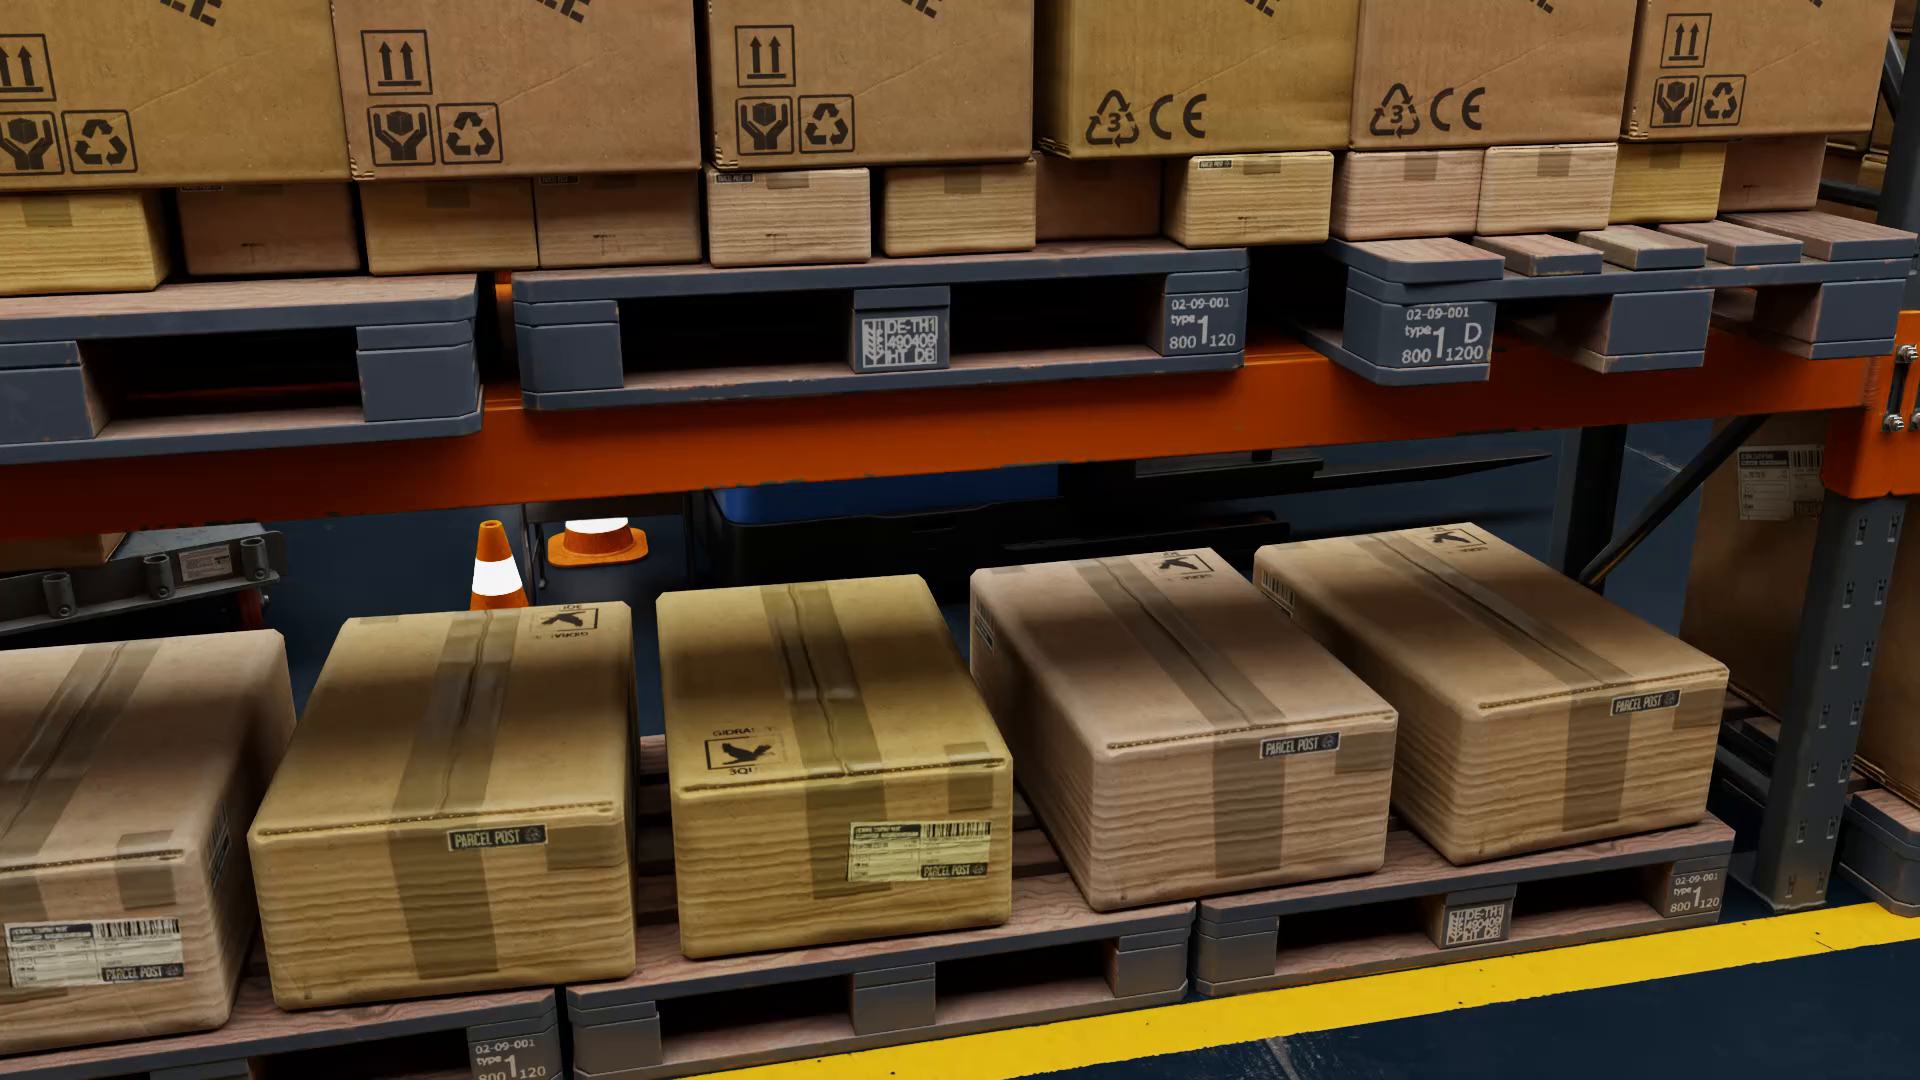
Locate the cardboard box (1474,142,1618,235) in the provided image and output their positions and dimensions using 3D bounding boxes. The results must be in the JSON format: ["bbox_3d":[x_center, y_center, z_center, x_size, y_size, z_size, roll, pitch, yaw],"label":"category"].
[{"bbox_3d":[0.965,-0.663,3.017,0.250,0.149,0.380,-5,21,-13],"label":"cardboard box"}]

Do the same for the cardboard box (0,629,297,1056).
[{"bbox_3d":[-1.674,0.543,3.183,0.625,0.372,0.950,-4,21,-12],"label":"cardboard box"}]

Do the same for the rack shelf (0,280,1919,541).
[{"bbox_3d":[-0.237,-0.272,3.243,4.000,0.370,1.077,-5,21,-12],"label":"rack shelf"}]

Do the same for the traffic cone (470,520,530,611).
[{"bbox_3d":[-1.299,0.173,4.671,0.334,0.463,0.336,-5,21,-12],"label":"traffic cone"}]

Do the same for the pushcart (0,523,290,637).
[{"bbox_3d":[-2.757,0.020,5.211,0.936,0.377,1.648,-13,24,-31],"label":"pushcart"}]

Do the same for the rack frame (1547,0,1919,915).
[{"bbox_3d":[1.709,-0.768,3.551,0.127,3.000,1.000,-5,21,-12],"label":"rack frame"}]

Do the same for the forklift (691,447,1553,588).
[{"bbox_3d":[0.599,-1.438,5.478,3.031,2.935,1.130,-6,21,-16],"label":"forklift"}]

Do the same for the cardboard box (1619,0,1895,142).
[{"bbox_3d":[1.331,-1.023,3.059,0.500,0.500,0.500,-5,21,-14],"label":"cardboard box"}]

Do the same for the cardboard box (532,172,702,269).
[{"bbox_3d":[-0.569,-0.559,2.735,0.250,0.149,0.380,-4,21,-12],"label":"cardboard box"}]

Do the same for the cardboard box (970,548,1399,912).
[{"bbox_3d":[0.441,0.371,3.651,0.625,0.372,0.950,-5,21,-14],"label":"cardboard box"}]

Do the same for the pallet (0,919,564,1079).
[{"bbox_3d":[-1.426,0.795,3.336,1.213,0.211,1.003,-5,21,-12],"label":"pallet"}]

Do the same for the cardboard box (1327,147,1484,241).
[{"bbox_3d":[0.718,-0.645,2.970,0.250,0.149,0.380,-6,21,-15],"label":"cardboard box"}]

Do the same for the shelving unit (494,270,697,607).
[{"bbox_3d":[-1.105,-0.800,4.932,0.503,2.100,0.431,-4,21,-8],"label":"shelving unit"}]

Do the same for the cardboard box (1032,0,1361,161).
[{"bbox_3d":[0.339,-0.938,2.827,0.500,0.500,0.500,-6,21,-16],"label":"cardboard box"}]

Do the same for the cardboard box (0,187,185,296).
[{"bbox_3d":[-1.328,-0.486,2.535,0.250,0.149,0.380,-4,21,-11],"label":"cardboard box"}]

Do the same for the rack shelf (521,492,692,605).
[{"bbox_3d":[-1.096,-0.132,5.183,0.480,0.518,0.431,-4,21,-8],"label":"rack shelf"}]

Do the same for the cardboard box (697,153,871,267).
[{"bbox_3d":[-0.298,-0.563,2.745,0.250,0.149,0.380,-4,20,-10],"label":"cardboard box"}]

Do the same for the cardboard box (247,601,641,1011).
[{"bbox_3d":[-0.975,0.484,3.341,0.625,0.372,0.950,-3,20,-9],"label":"cardboard box"}]

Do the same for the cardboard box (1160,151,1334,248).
[{"bbox_3d":[0.454,-0.619,2.898,0.250,0.149,0.380,-4,21,-12],"label":"cardboard box"}]

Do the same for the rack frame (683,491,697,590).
[{"bbox_3d":[-0.864,-0.816,4.966,0.015,2.100,0.400,-4,21,-8],"label":"rack frame"}]

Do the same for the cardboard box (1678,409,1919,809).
[{"bbox_3d":[2.400,0.005,3.918,0.875,0.875,0.875,-5,21,-13],"label":"cardboard box"}]

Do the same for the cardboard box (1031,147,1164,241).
[{"bbox_3d":[0.180,-0.641,2.959,0.250,0.149,0.380,-4,21,-12],"label":"cardboard box"}]

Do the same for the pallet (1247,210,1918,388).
[{"bbox_3d":[1.040,-0.586,3.333,1.003,0.211,1.213,-5,21,-12],"label":"pallet"}]

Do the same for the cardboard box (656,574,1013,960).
[{"bbox_3d":[-0.298,0.429,3.493,0.625,0.372,0.950,-4,20,-11],"label":"cardboard box"}]

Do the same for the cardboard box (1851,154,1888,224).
[{"bbox_3d":[2.243,-0.653,3.453,0.500,0.250,0.500,-5,21,-13],"label":"cardboard box"}]

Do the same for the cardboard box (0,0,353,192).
[{"bbox_3d":[-1.174,-0.817,2.495,0.500,0.500,0.500,-5,21,-12],"label":"cardboard box"}]

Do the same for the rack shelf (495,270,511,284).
[{"bbox_3d":[-1.105,-0.787,4.937,0.480,0.518,0.431,-4,21,-8],"label":"rack shelf"}]

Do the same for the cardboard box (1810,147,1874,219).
[{"bbox_3d":[2.142,-0.825,3.924,0.500,0.250,0.500,-5,21,-14],"label":"cardboard box"}]

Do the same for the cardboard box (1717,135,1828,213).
[{"bbox_3d":[1.444,-0.743,3.237,0.250,0.149,0.380,-4,20,-10],"label":"cardboard box"}]

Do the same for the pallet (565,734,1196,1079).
[{"bbox_3d":[-0.237,0.698,3.603,1.213,0.211,1.003,-5,21,-12],"label":"pallet"}]

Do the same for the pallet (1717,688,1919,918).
[{"bbox_3d":[2.494,0.504,4.133,1.213,0.211,1.003,-5,21,-12],"label":"pallet"}]

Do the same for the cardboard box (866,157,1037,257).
[{"bbox_3d":[-0.045,-0.594,2.829,0.250,0.149,0.380,-5,21,-14],"label":"cardboard box"}]

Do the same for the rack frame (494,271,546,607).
[{"bbox_3d":[-1.346,-0.784,4.898,0.015,2.100,0.400,-4,21,-8],"label":"rack frame"}]

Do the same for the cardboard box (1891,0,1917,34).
[{"bbox_3d":[2.245,-1.242,3.245,0.500,0.500,0.500,-5,21,-14],"label":"cardboard box"}]

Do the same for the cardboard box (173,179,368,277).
[{"bbox_3d":[-1.070,-0.534,2.666,0.250,0.149,0.380,-3,20,-9],"label":"cardboard box"}]

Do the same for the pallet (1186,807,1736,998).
[{"bbox_3d":[0.948,0.602,3.864,1.213,0.211,1.003,-5,21,-12],"label":"pallet"}]

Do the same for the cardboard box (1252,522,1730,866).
[{"bbox_3d":[1.157,0.310,3.818,0.625,0.372,0.950,-6,21,-16],"label":"cardboard box"}]

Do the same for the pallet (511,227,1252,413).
[{"bbox_3d":[-0.208,-0.508,3.119,1.213,0.211,1.003,-5,21,-12],"label":"pallet"}]

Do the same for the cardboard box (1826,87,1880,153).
[{"bbox_3d":[2.122,-1.056,3.828,0.500,0.250,0.500,-5,21,-13],"label":"cardboard box"}]

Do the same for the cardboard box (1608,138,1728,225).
[{"bbox_3d":[1.200,-0.698,3.113,0.250,0.149,0.380,-4,21,-12],"label":"cardboard box"}]

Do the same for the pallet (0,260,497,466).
[{"bbox_3d":[-1.406,-0.374,2.752,1.213,0.211,1.003,-5,21,-12],"label":"pallet"}]

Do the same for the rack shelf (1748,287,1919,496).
[{"bbox_3d":[3.656,-0.589,4.107,4.000,0.370,1.077,-5,21,-12],"label":"rack shelf"}]

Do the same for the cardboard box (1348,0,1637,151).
[{"bbox_3d":[0.830,-0.979,2.937,0.500,0.500,0.500,-5,21,-13],"label":"cardboard box"}]

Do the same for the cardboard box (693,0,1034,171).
[{"bbox_3d":[-0.192,-0.895,2.710,0.500,0.500,0.500,-6,21,-15],"label":"cardboard box"}]

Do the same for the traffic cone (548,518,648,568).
[{"bbox_3d":[-1.247,-0.185,5.647,0.334,0.463,0.336,-5,21,-12],"label":"traffic cone"}]

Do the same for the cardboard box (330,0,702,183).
[{"bbox_3d":[-0.690,-0.851,2.589,0.500,0.500,0.500,-5,21,-13],"label":"cardboard box"}]

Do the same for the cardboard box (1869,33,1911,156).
[{"bbox_3d":[2.259,-0.890,3.375,0.500,0.250,0.500,-5,21,-13],"label":"cardboard box"}]

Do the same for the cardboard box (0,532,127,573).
[{"bbox_3d":[-2.622,-0.227,4.607,0.500,0.500,0.500,-5,21,-12],"label":"cardboard box"}]

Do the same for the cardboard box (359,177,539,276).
[{"bbox_3d":[-0.810,-0.540,2.683,0.250,0.149,0.380,-4,21,-12],"label":"cardboard box"}]
